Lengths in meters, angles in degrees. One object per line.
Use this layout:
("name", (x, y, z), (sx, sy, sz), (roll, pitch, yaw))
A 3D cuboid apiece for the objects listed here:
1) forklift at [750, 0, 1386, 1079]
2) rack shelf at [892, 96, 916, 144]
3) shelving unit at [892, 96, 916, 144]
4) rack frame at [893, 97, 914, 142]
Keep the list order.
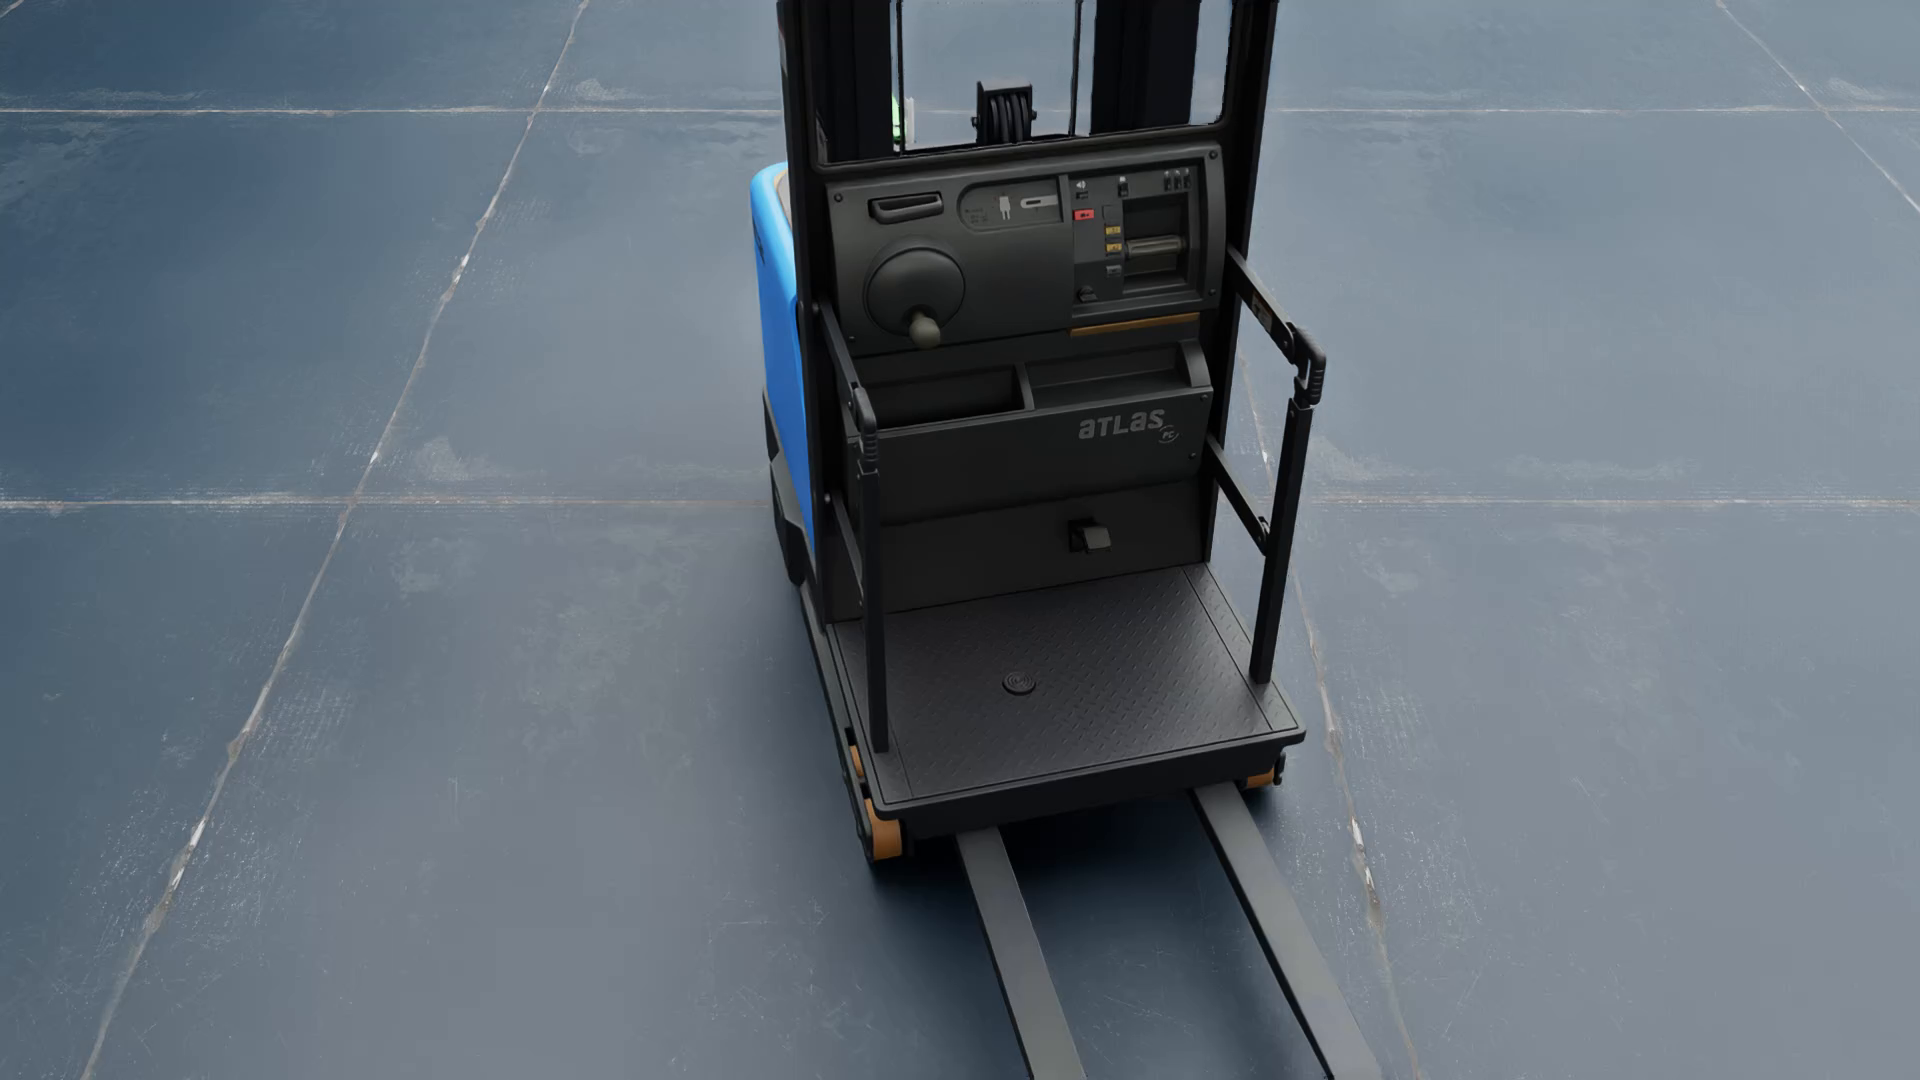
("forklift", (0.218, -0.599, 3.654), (1.130, 2.935, 3.031), (-9, 40, -11))
("rack shelf", (-0.318, -1.312, 5.263), (0.258, 0.148, 0.480), (-9, 40, -11))
("shelving unit", (-0.318, -0.987, 5.523), (0.258, 1.200, 0.503), (-9, 40, -11))
("rack frame", (-0.259, -0.839, 5.338), (0.240, 1.200, 0.015), (-9, 40, -11))
